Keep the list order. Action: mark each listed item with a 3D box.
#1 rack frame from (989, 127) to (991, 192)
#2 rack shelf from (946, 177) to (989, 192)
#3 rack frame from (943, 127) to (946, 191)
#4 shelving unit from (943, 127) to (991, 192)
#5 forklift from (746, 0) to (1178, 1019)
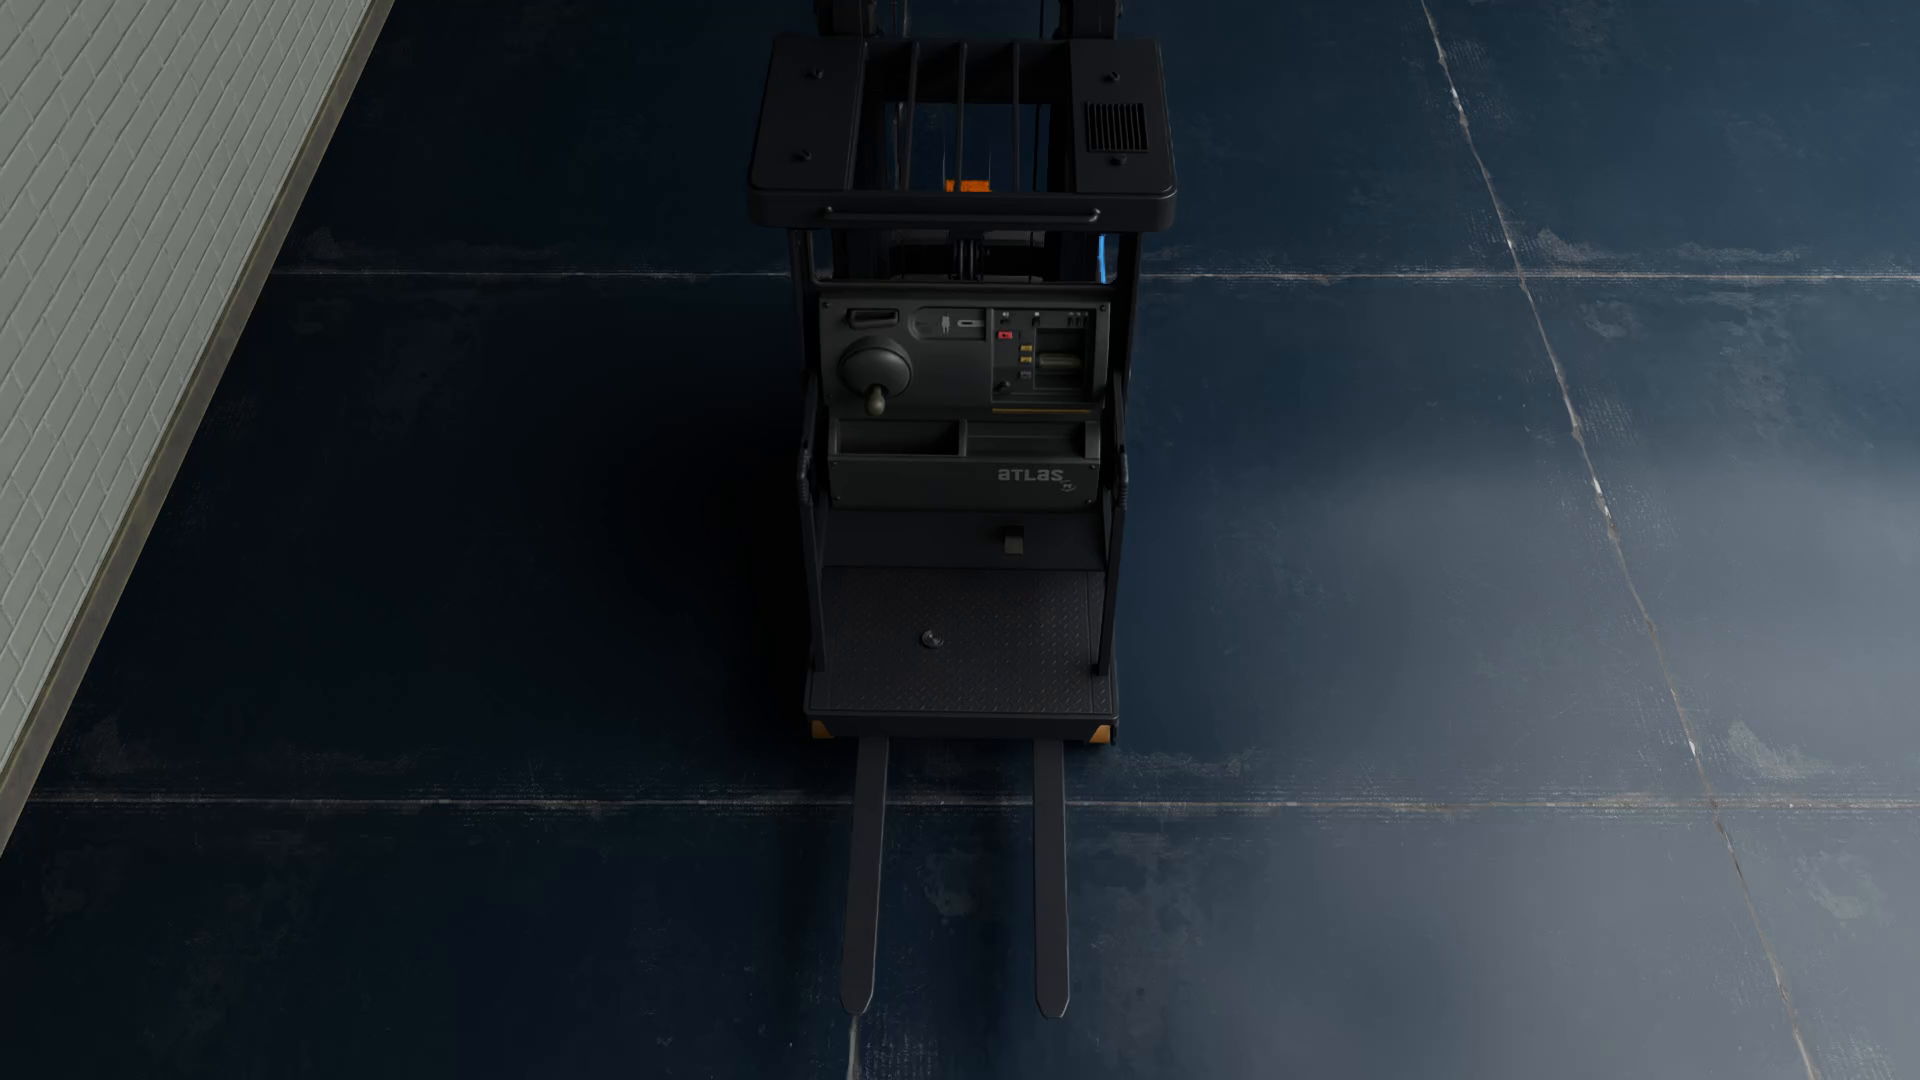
[{"bbox_3d":[0.119,-1.142,6.987,0.006,1.200,0.240,1,45,1],"label":"rack frame"},{"bbox_3d":[0.028,-1.365,6.764,0.180,0.103,0.258,1,45,1],"label":"rack shelf"},{"bbox_3d":[-0.064,-1.144,6.989,0.006,1.200,0.240,1,45,1],"label":"rack frame"},{"bbox_3d":[0.028,-1.143,6.988,0.189,1.200,0.258,1,45,1],"label":"shelving unit"},{"bbox_3d":[0.012,-0.499,5.212,1.130,2.935,3.031,1,47,1],"label":"forklift"}]
